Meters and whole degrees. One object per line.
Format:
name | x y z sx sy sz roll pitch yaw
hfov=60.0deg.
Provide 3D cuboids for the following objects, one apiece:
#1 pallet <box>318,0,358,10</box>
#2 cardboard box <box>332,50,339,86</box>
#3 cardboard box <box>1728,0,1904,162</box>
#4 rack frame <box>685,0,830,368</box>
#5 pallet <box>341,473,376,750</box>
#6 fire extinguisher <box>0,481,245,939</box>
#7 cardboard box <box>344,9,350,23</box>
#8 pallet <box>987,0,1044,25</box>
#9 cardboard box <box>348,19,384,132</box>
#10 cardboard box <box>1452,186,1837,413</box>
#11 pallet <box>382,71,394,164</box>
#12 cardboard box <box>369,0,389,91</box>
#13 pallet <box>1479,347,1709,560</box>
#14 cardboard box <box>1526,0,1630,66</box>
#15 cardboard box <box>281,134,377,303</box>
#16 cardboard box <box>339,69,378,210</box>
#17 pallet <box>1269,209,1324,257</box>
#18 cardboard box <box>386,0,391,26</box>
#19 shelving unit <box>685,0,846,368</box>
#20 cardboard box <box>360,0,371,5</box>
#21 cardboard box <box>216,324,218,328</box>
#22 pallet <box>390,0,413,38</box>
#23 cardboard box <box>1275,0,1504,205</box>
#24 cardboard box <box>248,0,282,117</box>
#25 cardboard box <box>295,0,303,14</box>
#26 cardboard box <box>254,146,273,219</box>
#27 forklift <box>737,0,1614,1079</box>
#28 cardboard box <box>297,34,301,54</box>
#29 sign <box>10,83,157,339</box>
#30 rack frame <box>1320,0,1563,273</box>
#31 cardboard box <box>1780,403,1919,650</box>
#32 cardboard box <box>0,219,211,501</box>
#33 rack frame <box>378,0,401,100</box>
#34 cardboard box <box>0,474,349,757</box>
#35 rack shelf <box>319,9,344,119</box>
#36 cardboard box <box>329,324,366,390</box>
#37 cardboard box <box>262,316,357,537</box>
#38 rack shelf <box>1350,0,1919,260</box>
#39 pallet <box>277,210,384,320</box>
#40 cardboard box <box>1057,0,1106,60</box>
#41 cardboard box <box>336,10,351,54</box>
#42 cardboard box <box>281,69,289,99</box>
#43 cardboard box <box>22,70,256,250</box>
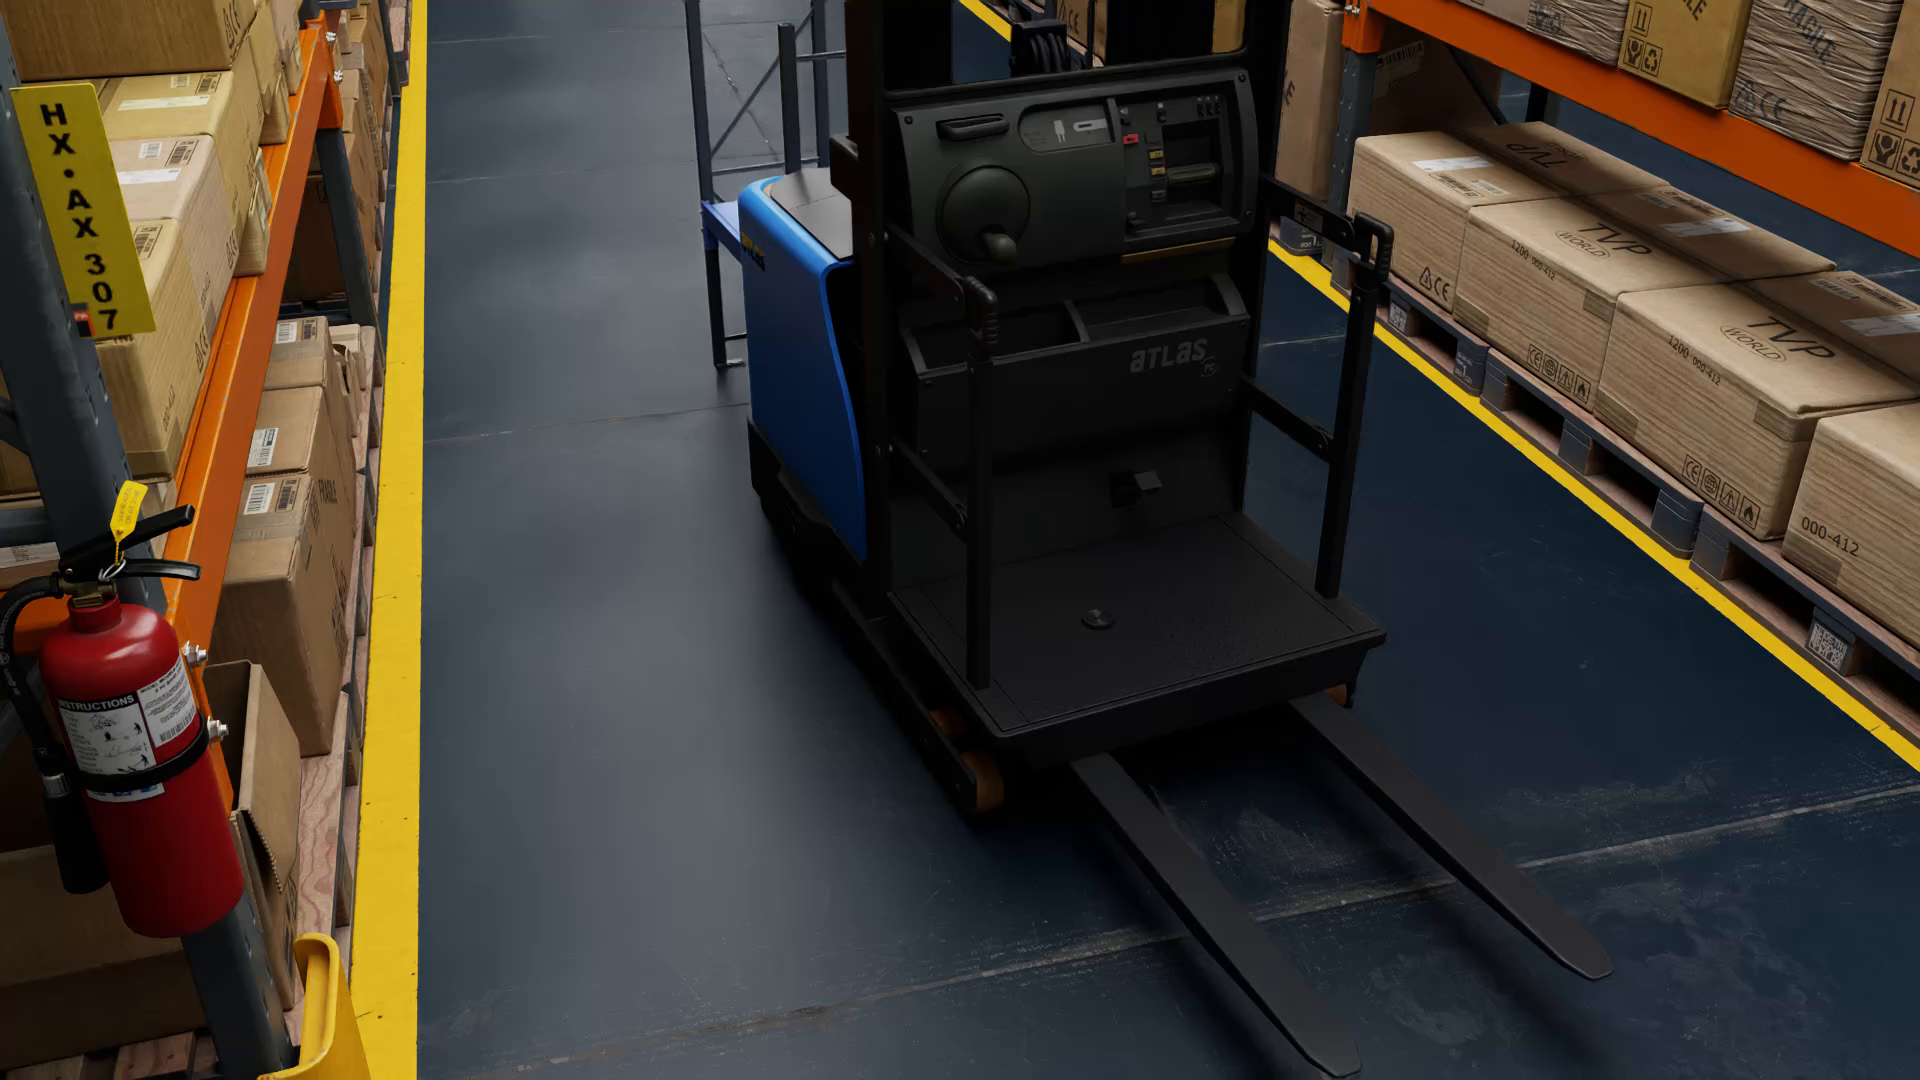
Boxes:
pallet | -2.798 -2.212 6.269 1.003 0.211 1.213 -8 31 -13
cardboard box | -2.873 -1.986 7.116 0.380 0.149 0.250 -8 31 -13
cardboard box | 2.507 -1.357 4.501 0.500 0.500 0.500 -7 31 -12
rack frame | -0.716 -1.371 6.121 0.500 1.500 0.032 -13 32 -21
pallet | -2.182 0.234 4.635 1.003 0.211 1.213 -8 31 -13
fire extinguisher | -1.145 0.242 2.288 0.296 0.674 0.183 -8 31 -13
cardboard box | -3.222 -2.608 8.190 0.380 0.149 0.250 -7 31 -12
pallet | 0.826 -3.659 11.361 1.003 0.211 1.213 -8 31 -13
cardboard box | -3.169 -2.255 8.228 0.500 0.500 0.500 -7 31 -11
cardboard box | 2.395 -0.880 5.914 0.875 0.438 0.875 -9 31 -15
pallet | -3.591 -2.254 8.934 1.003 0.211 1.213 -8 31 -13
cardboard box | -3.433 -2.751 9.085 0.500 0.500 0.500 -7 31 -12
pallet | 2.547 -0.382 5.699 1.003 0.211 1.213 -8 31 -13
cardboard box | 2.221 -1.854 5.359 0.500 0.500 0.500 -8 31 -13
cardboard box | -2.603 -1.258 6.506 0.500 0.500 0.500 -7 31 -11
cardboard box | -2.882 -1.756 7.365 0.500 0.500 0.500 -9 31 -15
pallet | 1.816 -1.712 7.998 1.003 0.211 1.213 -8 31 -13
cardboard box | -3.905 -3.284 9.880 0.875 0.625 0.625 -7 31 -12
shelving unit | -0.508 -1.138 5.719 0.538 1.500 1.048 -13 32 -21
cardboard box | -3.275 -2.875 8.651 0.380 0.149 0.250 -9 31 -16
cardboard box | -1.676 -0.419 3.230 0.380 0.149 0.250 -7 31 -12
pallet | -4.254 -3.611 11.278 1.003 0.211 1.213 -8 31 -13
cardboard box | 1.852 -2.108 7.599 0.875 0.875 0.875 -7 31 -12
cardboard box | -2.054 -1.262 4.290 0.500 0.250 0.500 -8 31 -14
cardboard box | -2.321 -1.745 5.123 0.500 0.250 0.500 -7 31 -12
cardboard box | -1.836 -0.803 3.893 0.380 0.149 0.250 -7 31 -12
forklift | 0.385 -0.838 3.772 1.130 2.935 3.031 -13 32 -21
cardboard box | -2.273 -1.543 5.172 0.380 0.149 0.250 -7 31 -12
sign | -1.106 -0.410 2.099 0.100 0.325 0.005 -8 31 -13
rack frame | 2.093 -2.557 6.673 1.000 3.000 0.127 -8 31 -13
cardboard box | 2.883 -0.003 4.399 0.875 0.438 0.875 -9 31 -15
cardboard box | -1.490 -0.282 2.595 0.500 0.250 0.500 -8 31 -13
rack frame | -3.753 -3.827 8.867 1.000 3.000 0.127 -8 31 -13
cardboard box | -1.890 0.211 3.967 0.700 0.500 0.500 -7 31 -11
rack shelf | -3.222 -2.549 7.378 1.077 0.370 4.000 -8 31 -13
cardboard box | -2.260 -0.613 5.741 0.380 0.149 0.250 -9 31 -15
cardboard box | -2.165 -0.290 4.833 0.700 0.500 0.500 -9 31 -15
rack shelf | 2.624 -1.279 5.184 1.077 0.370 4.000 -8 31 -13
pallet | -2.944 -1.076 6.898 1.003 0.211 1.213 -8 31 -13
cardboard box | 1.135 -3.406 9.842 0.875 0.875 0.875 -8 31 -14
cardboard box | -3.053 -2.358 7.759 0.380 0.149 0.250 -9 31 -16
cardboard box | -2.137 -1.290 4.735 0.380 0.149 0.250 -7 31 -12
cardboard box | -1.762 -0.770 3.438 0.500 0.250 0.500 -8 31 -14
